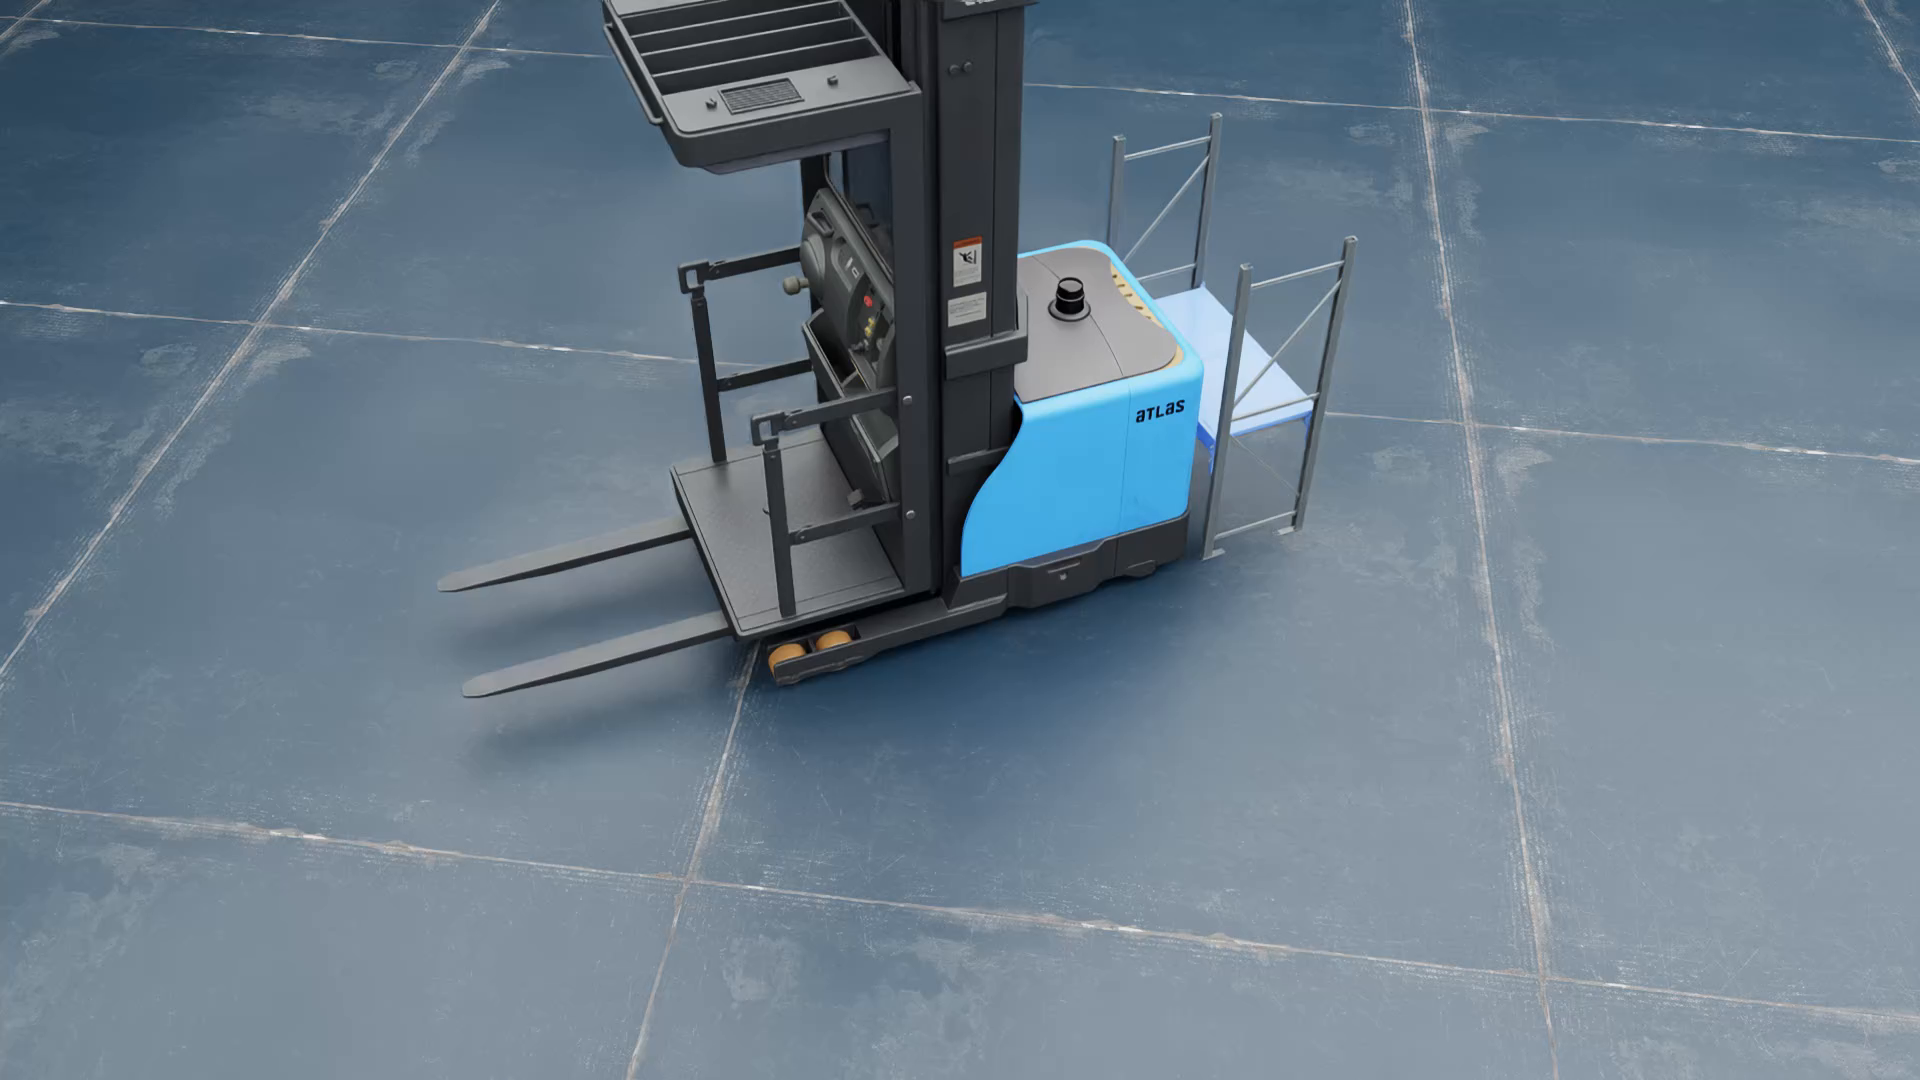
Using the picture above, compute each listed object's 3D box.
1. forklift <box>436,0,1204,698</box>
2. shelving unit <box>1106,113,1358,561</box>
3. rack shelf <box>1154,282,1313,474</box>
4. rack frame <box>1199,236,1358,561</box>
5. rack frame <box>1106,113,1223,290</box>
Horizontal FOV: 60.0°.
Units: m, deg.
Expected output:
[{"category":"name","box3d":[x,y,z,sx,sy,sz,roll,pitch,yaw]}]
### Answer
[{"category":"forklift","box3d":[-0.602,-0.901,6.092,3.031,2.935,1.130,-15,46,-15]},{"category":"shelving unit","box3d":[1.069,-0.853,7.082,0.538,1.500,1.048,-17,46,-17]},{"category":"rack shelf","box3d":[1.069,-0.722,7.206,0.538,0.185,1.000,-17,46,-17]},{"category":"rack frame","box3d":[1.272,-0.533,6.744,0.500,1.500,0.032,-17,46,-17]},{"category":"rack frame","box3d":[0.866,-1.173,7.421,0.500,1.500,0.032,-17,46,-17]}]
